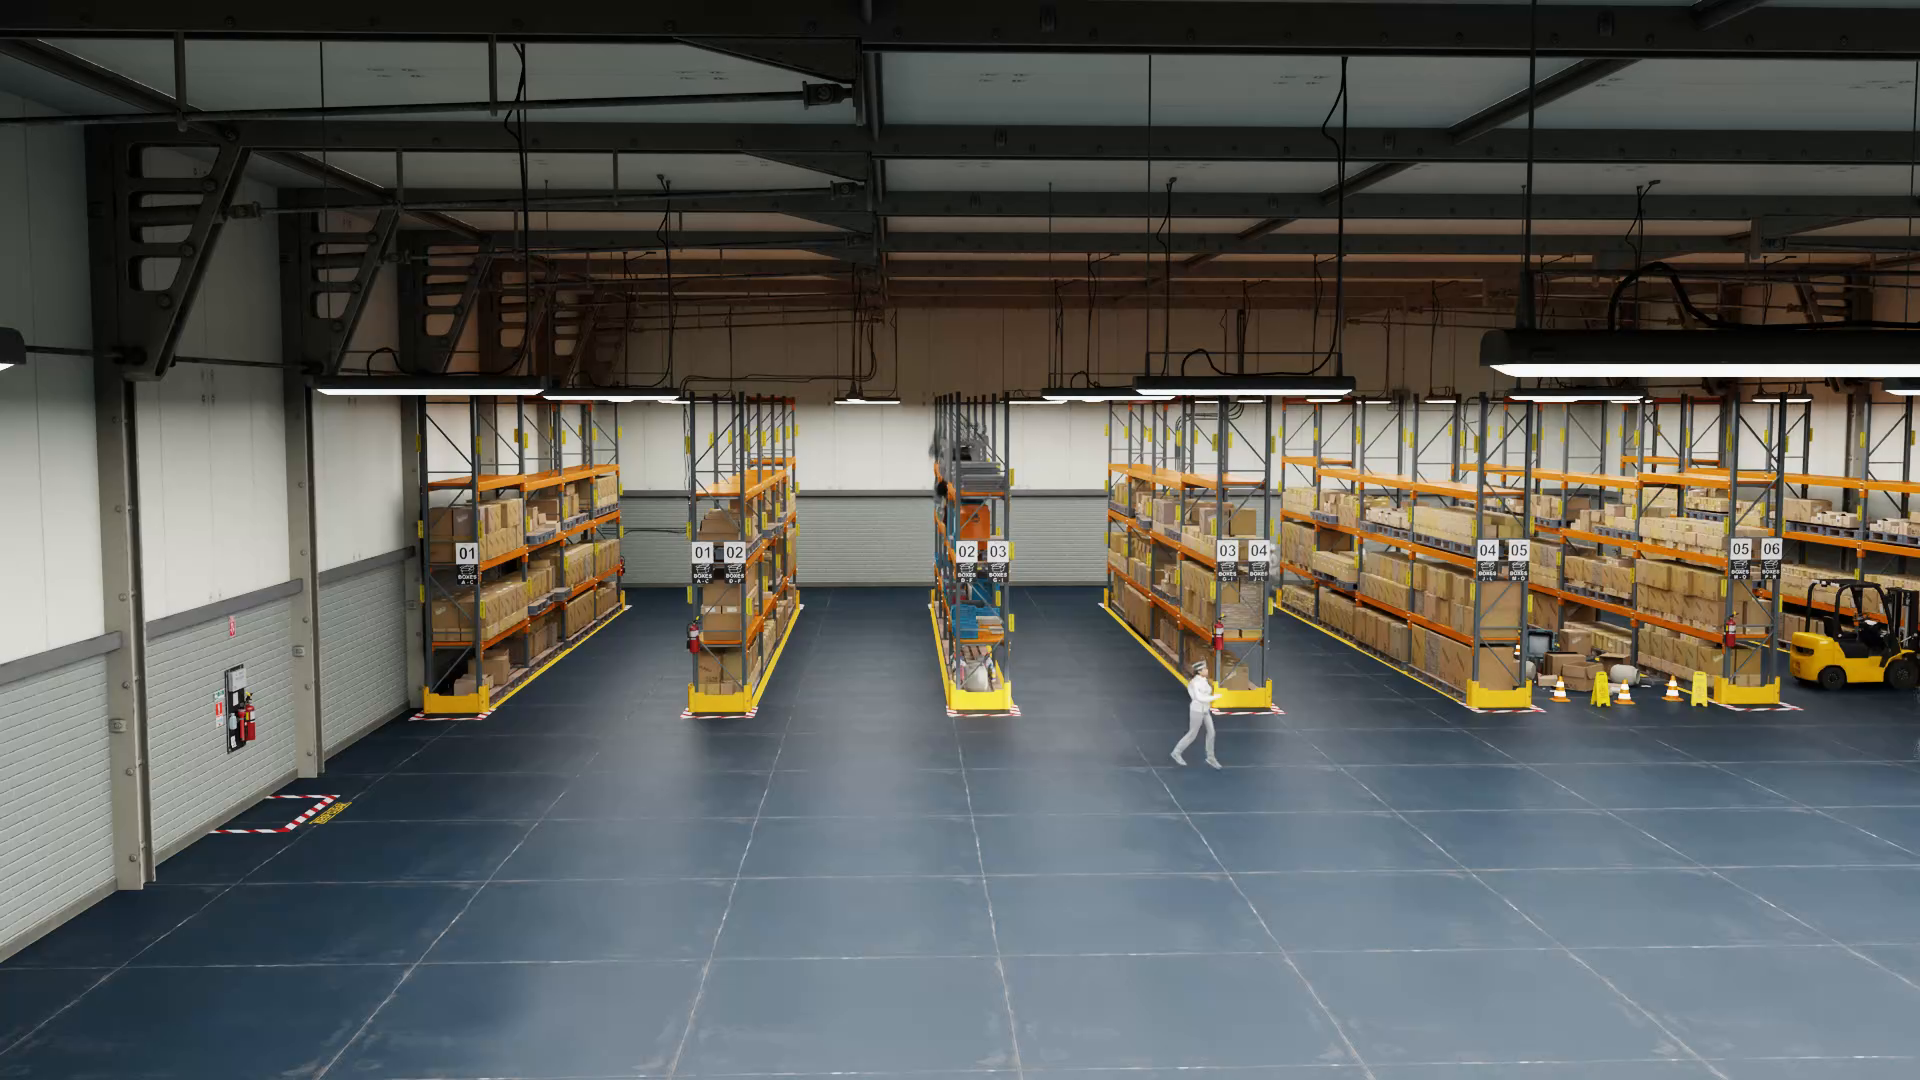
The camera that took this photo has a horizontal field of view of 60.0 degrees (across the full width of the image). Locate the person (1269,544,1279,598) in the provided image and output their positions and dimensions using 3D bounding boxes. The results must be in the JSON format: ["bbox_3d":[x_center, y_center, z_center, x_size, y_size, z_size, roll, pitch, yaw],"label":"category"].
[{"bbox_3d":[9.196,0.972,48.928,0.764,1.728,0.749,-1,5,-8],"label":"person"}]

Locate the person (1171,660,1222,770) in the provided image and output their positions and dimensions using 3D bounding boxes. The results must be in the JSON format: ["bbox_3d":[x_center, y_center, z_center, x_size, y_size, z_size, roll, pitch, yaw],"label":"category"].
[{"bbox_3d":[3.753,2.759,26.334,0.806,1.747,0.612,2,5,22],"label":"person"}]
